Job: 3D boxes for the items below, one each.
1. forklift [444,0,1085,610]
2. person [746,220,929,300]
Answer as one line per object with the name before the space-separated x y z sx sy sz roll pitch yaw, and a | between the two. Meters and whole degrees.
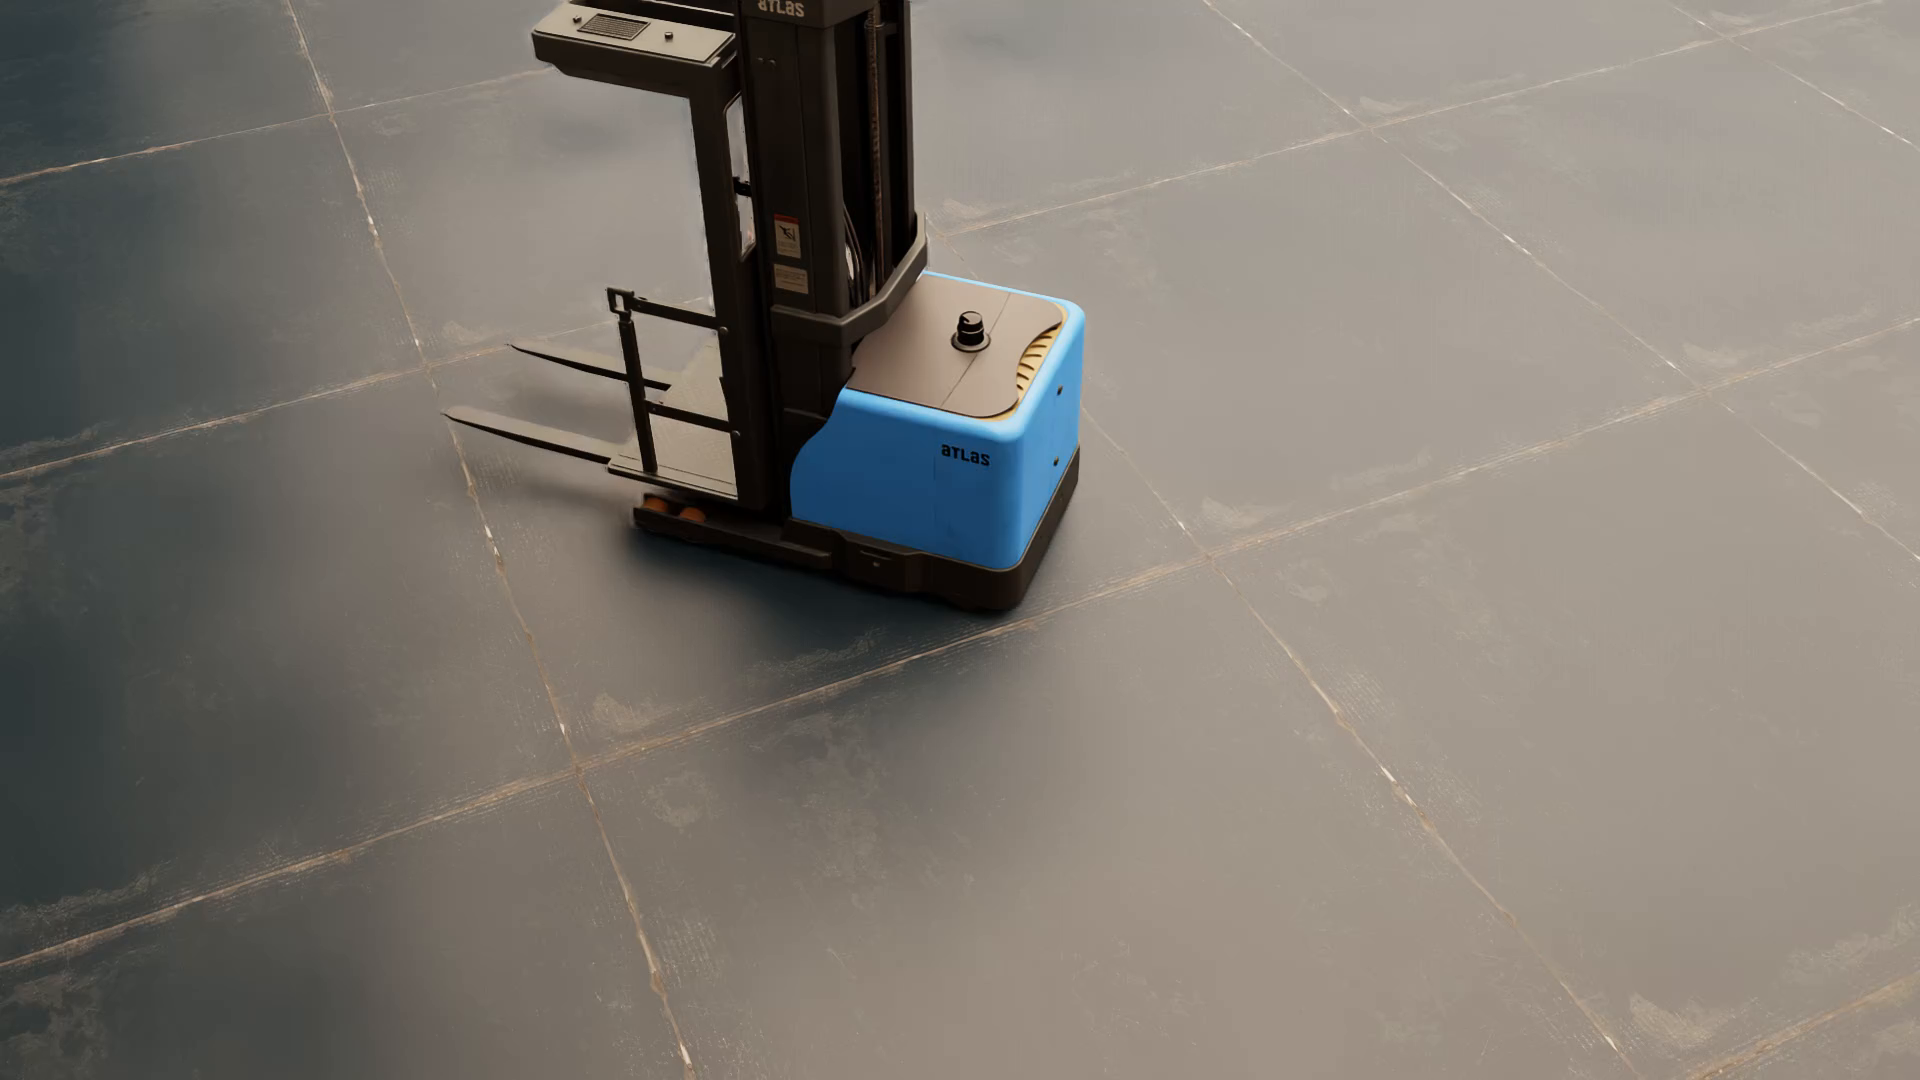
forklift | -1.001 -1.382 7.161 3.031 2.935 1.130 14 45 15
person | -0.639 -1.216 7.990 0.977 1.402 1.077 -22 47 -22
